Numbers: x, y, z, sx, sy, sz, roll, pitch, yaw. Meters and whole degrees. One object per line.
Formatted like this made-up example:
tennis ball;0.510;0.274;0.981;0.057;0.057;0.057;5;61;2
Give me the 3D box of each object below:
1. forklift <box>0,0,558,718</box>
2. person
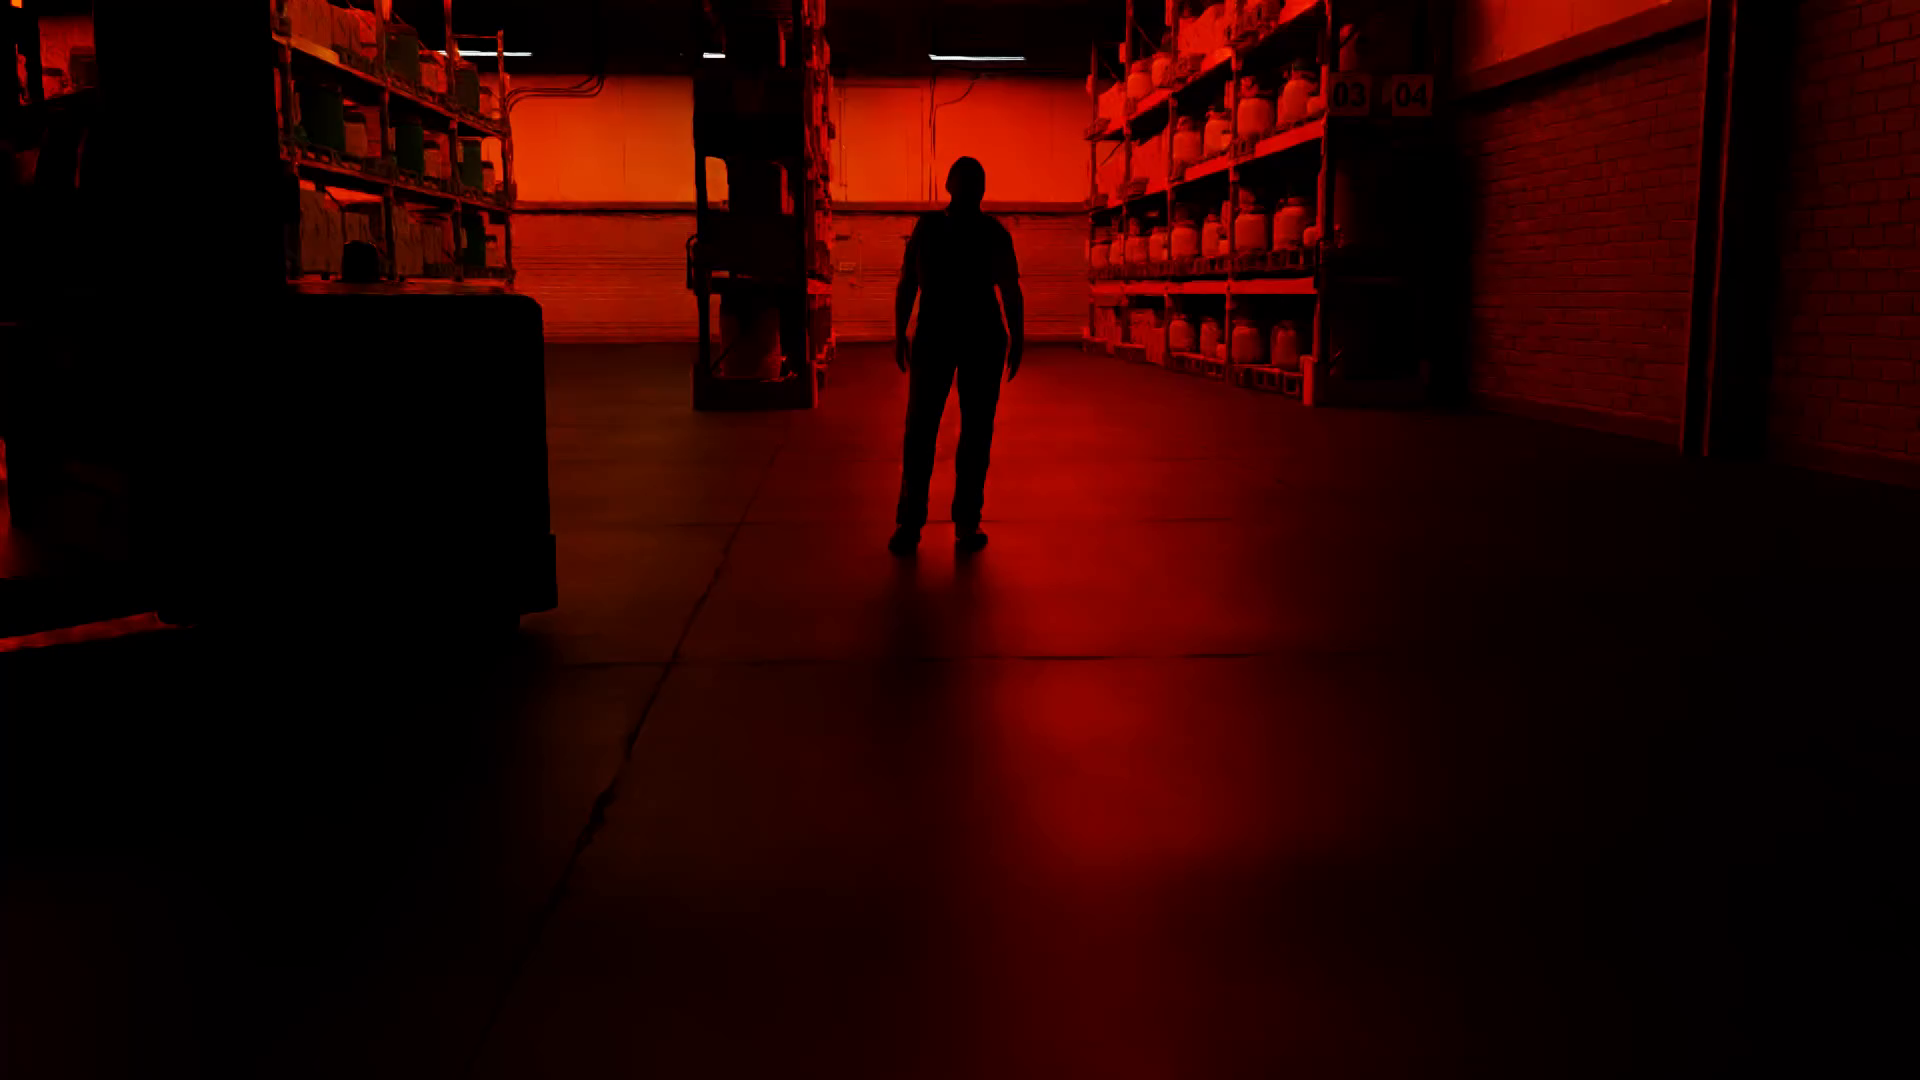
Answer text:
forklift;-2.701;-1.060;4.470;3.031;2.935;1.130;-8;12;-44
person;-0.017;-0.808;7.098;0.599;1.650;0.502;-1;8;-4
